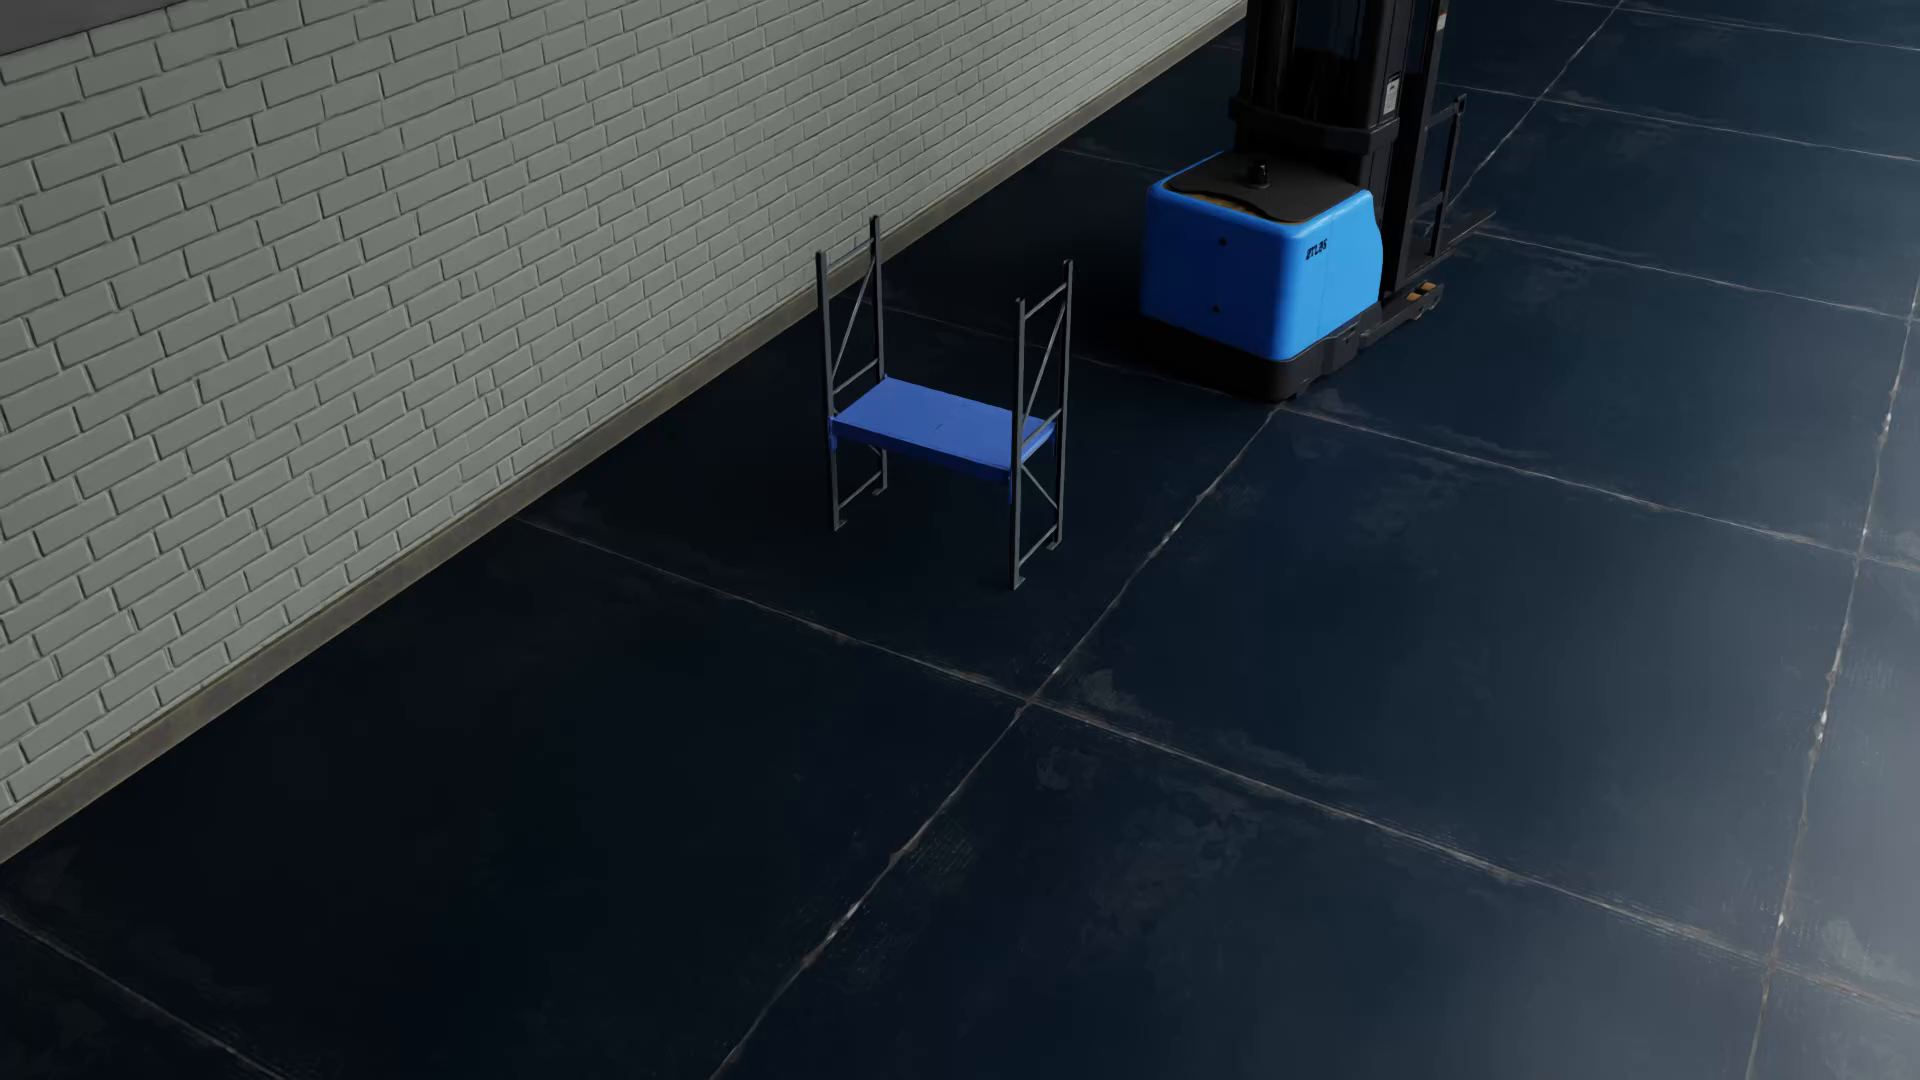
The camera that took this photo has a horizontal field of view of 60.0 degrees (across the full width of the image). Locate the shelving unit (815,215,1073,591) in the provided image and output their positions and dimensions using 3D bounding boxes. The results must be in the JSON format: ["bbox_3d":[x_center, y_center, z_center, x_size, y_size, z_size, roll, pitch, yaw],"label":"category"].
[{"bbox_3d":[-0.074,-0.648,7.870,1.048,1.500,0.538,18,37,24],"label":"shelving unit"}]

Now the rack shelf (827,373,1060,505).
[{"bbox_3d":[-0.074,-0.498,7.969,1.000,0.185,0.538,18,37,24],"label":"rack shelf"}]

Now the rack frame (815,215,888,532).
[{"bbox_3d":[-0.515,-0.788,8.079,0.032,1.500,0.500,18,37,24],"label":"rack frame"}]

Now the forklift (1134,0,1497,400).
[{"bbox_3d":[2.370,-2.744,9.727,1.130,2.935,3.031,26,41,33],"label":"forklift"}]

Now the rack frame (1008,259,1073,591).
[{"bbox_3d":[0.367,-0.508,7.660,0.032,1.500,0.500,18,37,24],"label":"rack frame"}]
